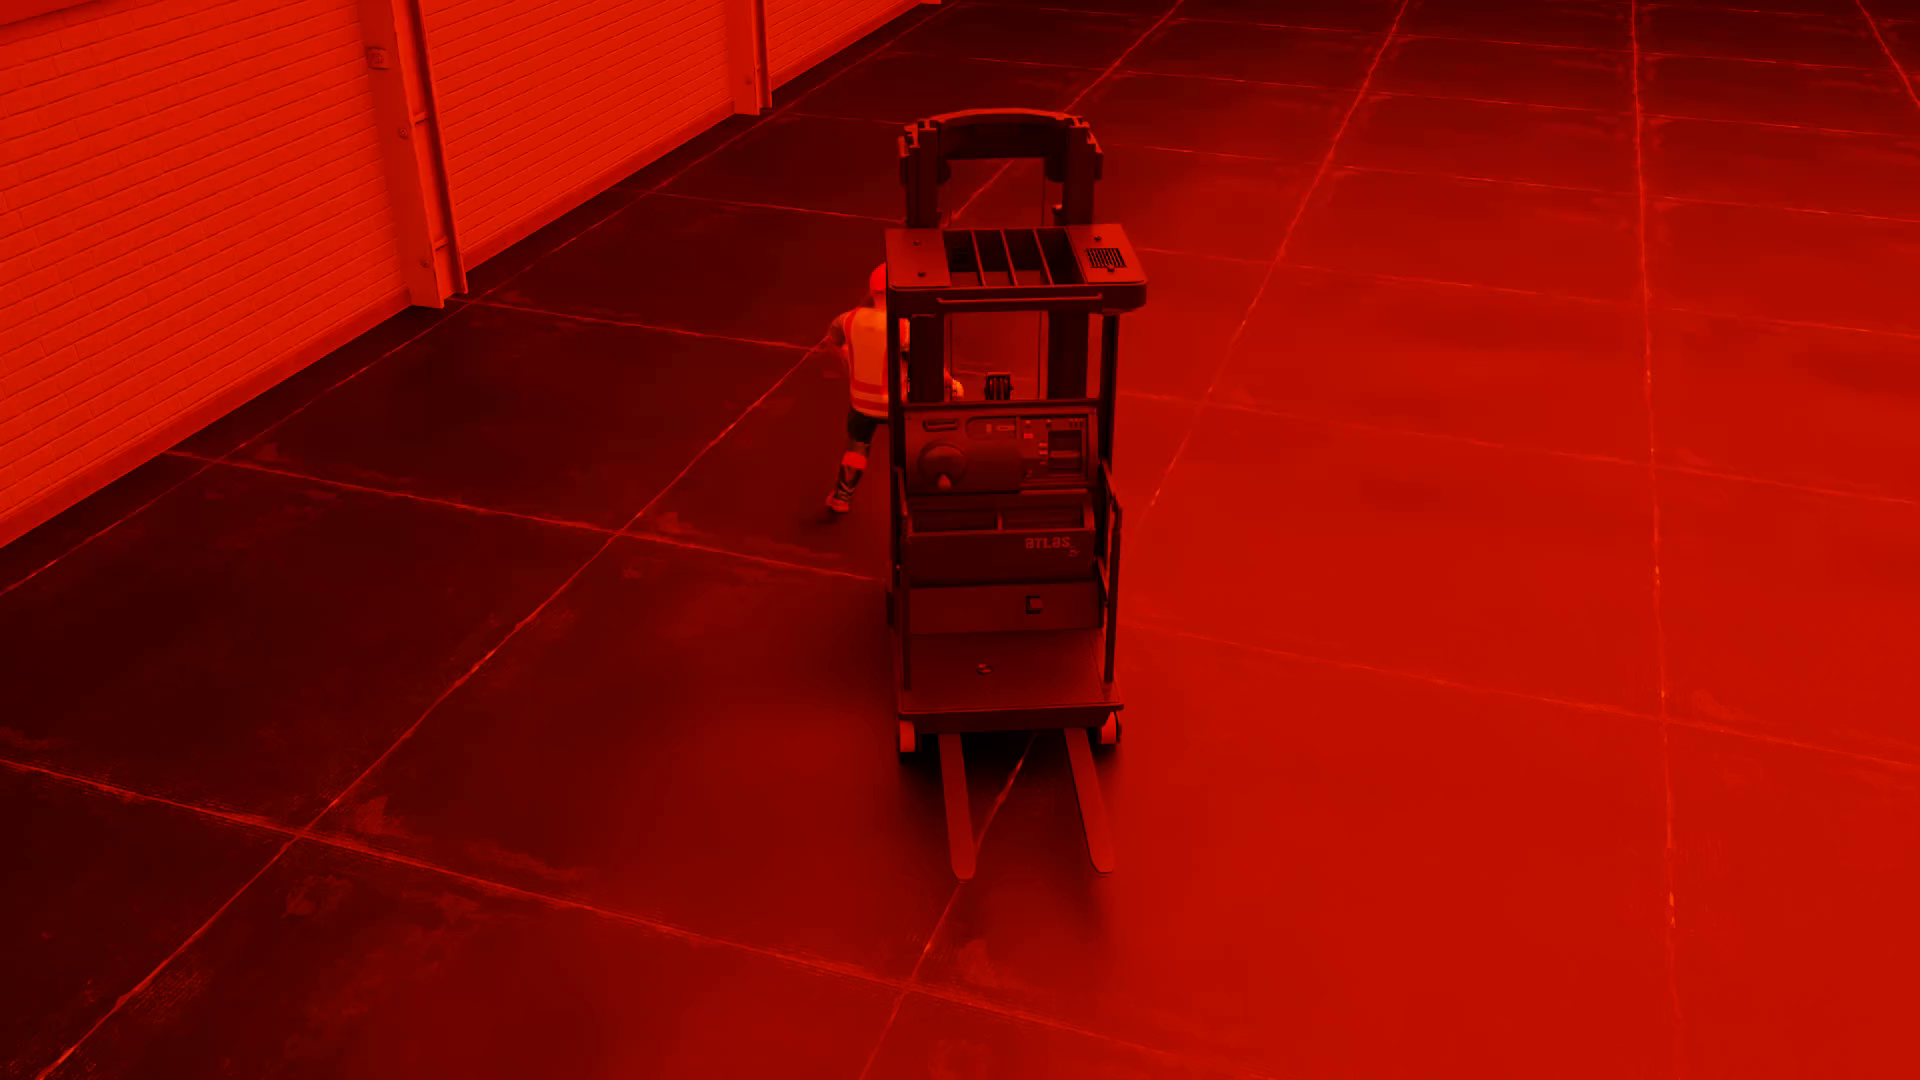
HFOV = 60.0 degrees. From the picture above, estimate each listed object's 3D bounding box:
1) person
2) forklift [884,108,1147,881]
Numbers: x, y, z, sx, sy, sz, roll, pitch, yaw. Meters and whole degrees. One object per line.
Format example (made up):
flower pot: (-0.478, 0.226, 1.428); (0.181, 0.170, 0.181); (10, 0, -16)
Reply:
person: (-0.352, -0.957, 10.146); (0.932, 1.628, 0.918); (15, 33, 24)
forklift: (0.217, -0.389, 7.819); (1.130, 2.935, 3.031); (-2, 30, -3)
